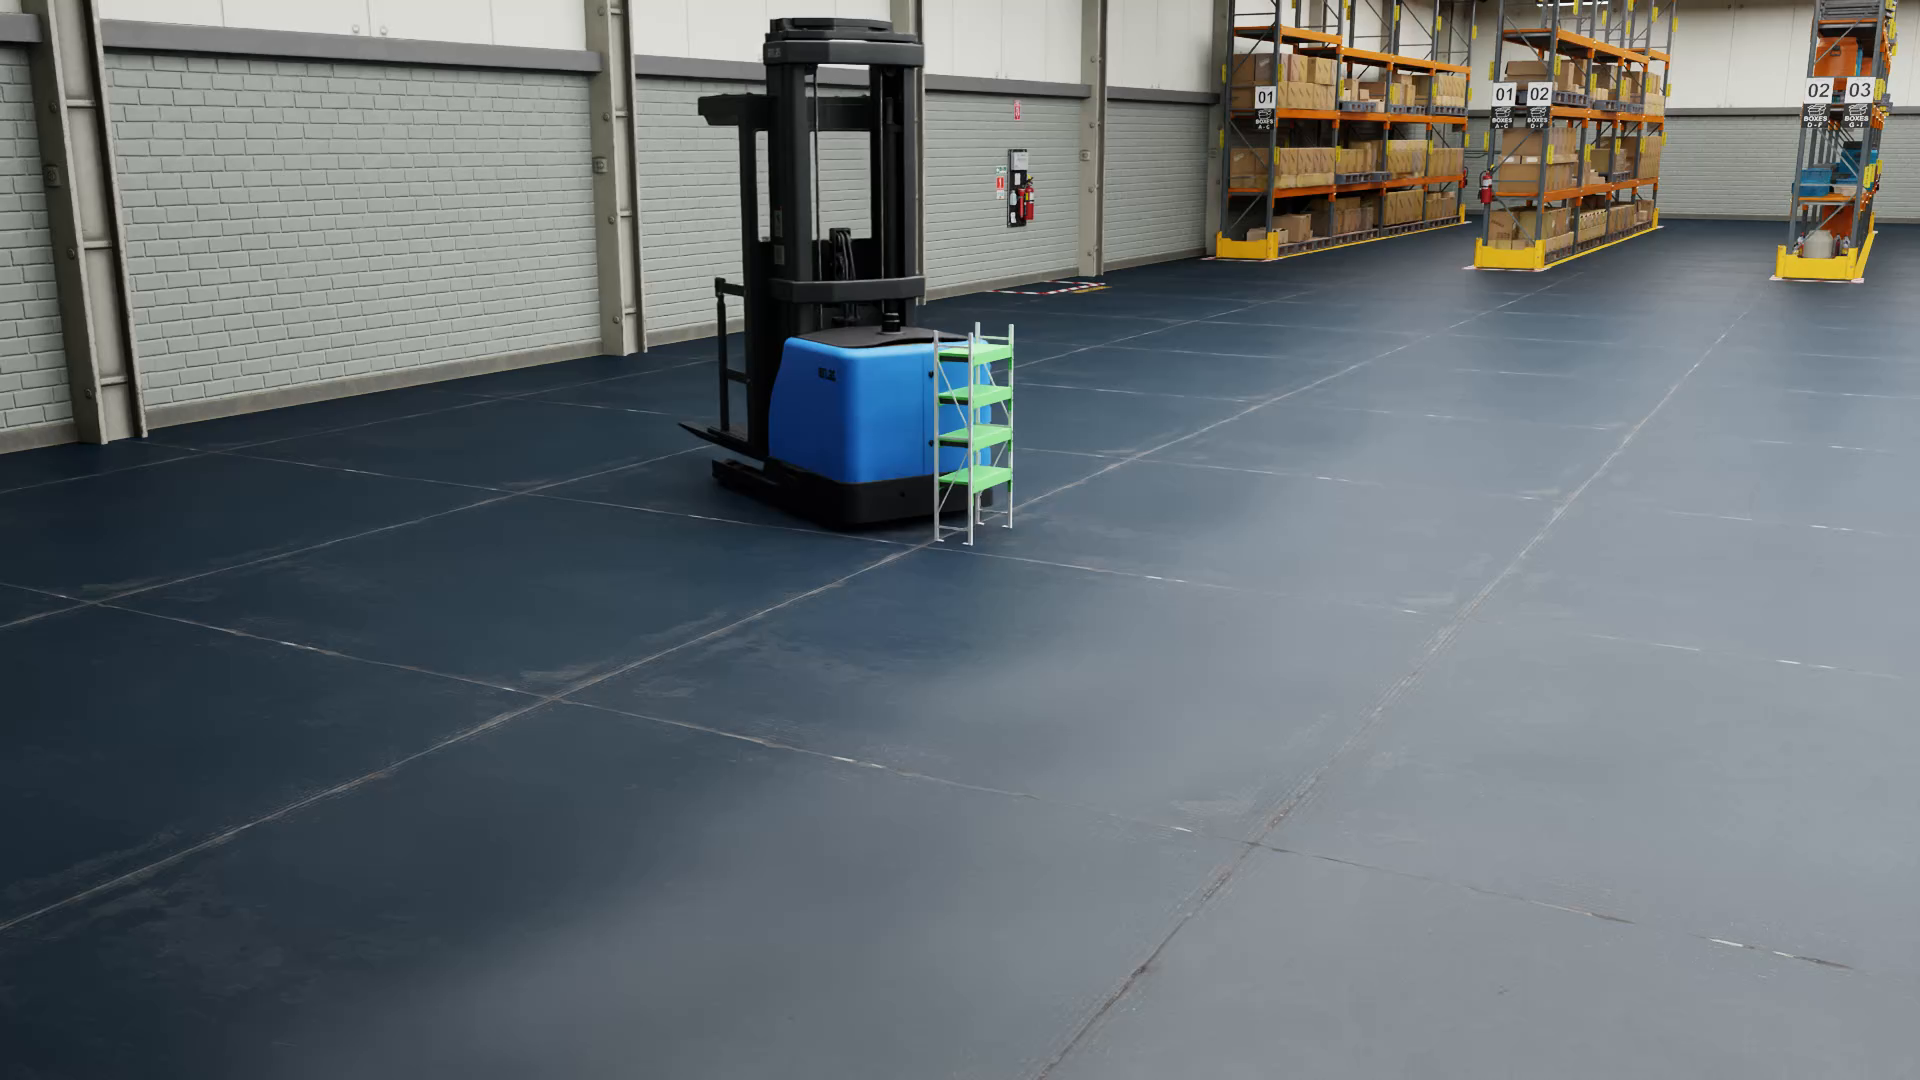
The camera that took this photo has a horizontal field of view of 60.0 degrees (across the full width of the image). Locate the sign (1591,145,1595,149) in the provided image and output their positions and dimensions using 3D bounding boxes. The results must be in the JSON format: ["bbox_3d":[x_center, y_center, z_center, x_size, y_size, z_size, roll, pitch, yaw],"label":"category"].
[{"bbox_3d":[15.178,-9.301,39.864,0.100,0.325,0.005,7,15,28],"label":"sign"}]

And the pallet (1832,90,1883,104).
[{"bbox_3d":[14.675,-7.321,27.503,1.003,0.211,1.213,7,15,28],"label":"pallet"}]

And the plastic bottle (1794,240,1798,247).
[{"bbox_3d":[14.734,-5.142,29.318,0.061,0.283,0.133,8,16,29],"label":"plastic bottle"}]

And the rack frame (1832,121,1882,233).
[{"bbox_3d":[21.924,-9.078,40.790,1.000,3.000,0.127,7,15,28],"label":"rack frame"}]

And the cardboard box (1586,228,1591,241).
[{"bbox_3d":[12.697,-6.312,34.286,0.500,0.250,0.500,7,15,26],"label":"cardboard box"}]

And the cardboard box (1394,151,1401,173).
[{"bbox_3d":[10.105,-8.940,39.324,0.500,0.500,0.500,8,16,30],"label":"cardboard box"}]

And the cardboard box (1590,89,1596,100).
[{"bbox_3d":[12.767,-9.153,34.124,0.500,0.250,0.500,6,15,23],"label":"cardboard box"}]

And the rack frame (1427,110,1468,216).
[{"bbox_3d":[13.252,-10.201,45.446,1.000,3.000,0.127,7,15,28],"label":"rack frame"}]

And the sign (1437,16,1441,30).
[{"bbox_3d":[11.799,-12.730,40.975,0.100,0.325,0.005,7,15,28],"label":"sign"}]

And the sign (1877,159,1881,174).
[{"bbox_3d":[20.471,-8.330,37.094,0.100,0.325,0.005,7,15,28],"label":"sign"}]

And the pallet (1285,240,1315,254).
[{"bbox_3d":[6.568,-5.990,33.931,1.003,0.211,1.213,7,15,28],"label":"pallet"}]

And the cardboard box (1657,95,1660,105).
[{"bbox_3d":[17.079,-10.930,41.322,0.500,0.250,0.500,7,15,28],"label":"cardboard box"}]

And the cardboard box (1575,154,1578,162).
[{"bbox_3d":[11.845,-7.462,32.489,0.380,0.149,0.250,7,15,28],"label":"cardboard box"}]

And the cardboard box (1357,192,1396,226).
[{"bbox_3d":[9.855,-7.855,39.405,0.750,0.750,0.750,7,15,27],"label":"cardboard box"}]

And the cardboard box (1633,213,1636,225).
[{"bbox_3d":[16.049,-7.788,40.236,0.500,0.311,0.500,7,15,28],"label":"cardboard box"}]

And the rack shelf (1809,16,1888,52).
[{"bbox_3d":[15.157,-8.578,28.304,1.077,0.370,4.000,7,15,28],"label":"rack shelf"}]

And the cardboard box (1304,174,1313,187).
[{"bbox_3d":[6.767,-7.235,33.420,0.500,0.250,0.500,8,15,29],"label":"cardboard box"}]

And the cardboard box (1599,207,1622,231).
[{"bbox_3d":[14.688,-7.269,37.680,0.500,0.500,0.500,7,15,27],"label":"cardboard box"}]

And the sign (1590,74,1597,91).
[{"bbox_3d":[12.276,-8.864,32.228,0.100,0.325,0.005,7,15,28],"label":"sign"}]

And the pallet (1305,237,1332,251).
[{"bbox_3d":[7.157,-6.242,34.973,1.003,0.211,1.213,7,15,28],"label":"pallet"}]

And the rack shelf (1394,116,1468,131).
[{"bbox_3d":[12.285,-10.899,43.477,1.077,0.370,4.000,7,15,28],"label":"rack shelf"}]

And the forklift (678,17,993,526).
[{"bbox_3d":[-0.991,-1.804,10.763,1.130,2.935,3.031,-8,16,-30],"label":"forklift"}]

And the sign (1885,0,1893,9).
[{"bbox_3d":[14.669,-8.547,26.233,0.100,0.325,0.005,7,15,28],"label":"sign"}]

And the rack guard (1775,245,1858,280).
[{"bbox_3d":[14.185,-4.602,27.554,1.175,0.500,0.348,7,15,28],"label":"rack guard"}]

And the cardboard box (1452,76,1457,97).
[{"bbox_3d":[12.641,-11.813,43.344,0.500,0.500,0.500,7,15,26],"label":"cardboard box"}]

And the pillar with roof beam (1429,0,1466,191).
[{"bbox_3d":[17.569,-13.282,45.424,9.100,9.000,0.548,7,15,28],"label":"pillar with roof beam"}]

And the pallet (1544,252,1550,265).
[{"bbox_3d":[10.188,-5.164,30.503,1.003,0.211,1.213,7,15,28],"label":"pallet"}]

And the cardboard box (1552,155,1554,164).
[{"bbox_3d":[10.605,-6.935,30.302,0.380,0.149,0.250,7,15,27],"label":"cardboard box"}]

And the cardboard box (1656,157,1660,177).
[{"bbox_3d":[17.612,-9.566,42.601,0.500,0.500,0.500,8,16,30],"label":"cardboard box"}]

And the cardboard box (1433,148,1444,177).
[{"bbox_3d":[11.952,-9.785,43.080,0.980,0.700,0.700,7,15,27],"label":"cardboard box"}]

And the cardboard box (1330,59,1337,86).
[{"bbox_3d":[7.446,-9.608,34.198,0.500,0.500,0.500,6,15,23],"label":"cardboard box"}]

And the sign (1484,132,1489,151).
[{"bbox_3d":[9.387,-7.100,29.609,0.100,0.325,0.005,7,15,28],"label":"sign"}]

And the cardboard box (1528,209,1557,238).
[{"bbox_3d":[10.780,-5.881,30.900,0.500,0.500,0.500,7,15,28],"label":"cardboard box"}]

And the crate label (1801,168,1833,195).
[{"bbox_3d":[14.843,-6.221,28.863,0.502,0.435,0.616,7,15,28],"label":"crate label"}]

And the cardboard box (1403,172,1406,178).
[{"bbox_3d":[10.612,-8.858,40.367,0.380,0.149,0.250,8,16,30],"label":"cardboard box"}]

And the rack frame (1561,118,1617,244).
[{"bbox_3d":[13.723,-7.999,36.313,1.000,3.000,0.127,7,15,28],"label":"rack frame"}]

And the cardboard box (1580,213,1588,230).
[{"bbox_3d":[12.454,-6.477,33.775,0.500,0.311,0.500,7,15,27],"label":"cardboard box"}]

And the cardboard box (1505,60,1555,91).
[{"bbox_3d":[10.137,-8.256,29.563,0.797,0.503,0.637,9,16,32],"label":"cardboard box"}]

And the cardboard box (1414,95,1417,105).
[{"bbox_3d":[11.444,-11.185,42.340,0.500,0.250,0.500,8,15,29],"label":"cardboard box"}]

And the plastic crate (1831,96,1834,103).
[{"bbox_3d":[14.848,-7.672,28.589,0.392,0.384,0.575,7,15,28],"label":"plastic crate"}]

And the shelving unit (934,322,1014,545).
[{"bbox_3d":[0.080,-0.617,9.534,0.258,1.200,0.503,7,15,28],"label":"shelving unit"}]

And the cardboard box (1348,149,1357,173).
[{"bbox_3d":[8.294,-8.354,36.635,0.700,0.500,0.500,10,17,36],"label":"cardboard box"}]

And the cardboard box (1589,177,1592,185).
[{"bbox_3d":[13.156,-7.609,35.231,0.380,0.149,0.250,9,16,32],"label":"cardboard box"}]

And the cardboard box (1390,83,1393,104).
[{"bbox_3d":[9.779,-10.501,39.139,0.700,0.500,0.500,6,15,25],"label":"cardboard box"}]

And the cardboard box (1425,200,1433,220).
[{"bbox_3d":[11.770,-8.511,42.874,0.700,0.500,0.500,8,16,29],"label":"cardboard box"}]

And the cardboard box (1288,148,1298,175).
[{"bbox_3d":[6.259,-7.384,32.438,0.500,0.500,0.500,7,15,28],"label":"cardboard box"}]

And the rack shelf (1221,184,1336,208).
[{"bbox_3d":[6.484,-6.979,33.616,1.077,0.370,4.000,7,15,28],"label":"rack shelf"}]

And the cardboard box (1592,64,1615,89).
[{"bbox_3d":[13.939,-10.081,36.201,0.500,0.500,0.500,7,15,28],"label":"cardboard box"}]

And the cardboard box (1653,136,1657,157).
[{"bbox_3d":[17.126,-9.842,41.611,0.500,0.500,0.500,8,16,30],"label":"cardboard box"}]

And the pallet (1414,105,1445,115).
[{"bbox_3d":[11.723,-10.962,42.392,1.003,0.211,1.213,7,15,28],"label":"pallet"}]

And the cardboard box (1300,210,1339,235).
[{"bbox_3d":[7.792,-6.891,36.110,0.700,0.500,0.500,8,16,30],"label":"cardboard box"}]

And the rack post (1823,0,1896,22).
[{"bbox_3d":[14.667,-8.610,27.113,0.937,0.300,0.954,9,16,34],"label":"rack post"}]

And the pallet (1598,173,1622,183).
[{"bbox_3d":[13.989,-8.053,36.946,1.213,0.211,1.003,7,15,28],"label":"pallet"}]

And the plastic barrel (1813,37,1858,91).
[{"bbox_3d":[14.313,-7.781,27.196,0.600,0.830,0.708,7,15,28],"label":"plastic barrel"}]

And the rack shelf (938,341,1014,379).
[{"bbox_3d":[0.080,-1.022,9.436,0.258,0.148,0.480,7,15,28],"label":"rack shelf"}]

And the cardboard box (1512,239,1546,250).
[{"bbox_3d":[10.309,-5.310,30.130,0.500,0.250,0.500,7,15,28],"label":"cardboard box"}]
